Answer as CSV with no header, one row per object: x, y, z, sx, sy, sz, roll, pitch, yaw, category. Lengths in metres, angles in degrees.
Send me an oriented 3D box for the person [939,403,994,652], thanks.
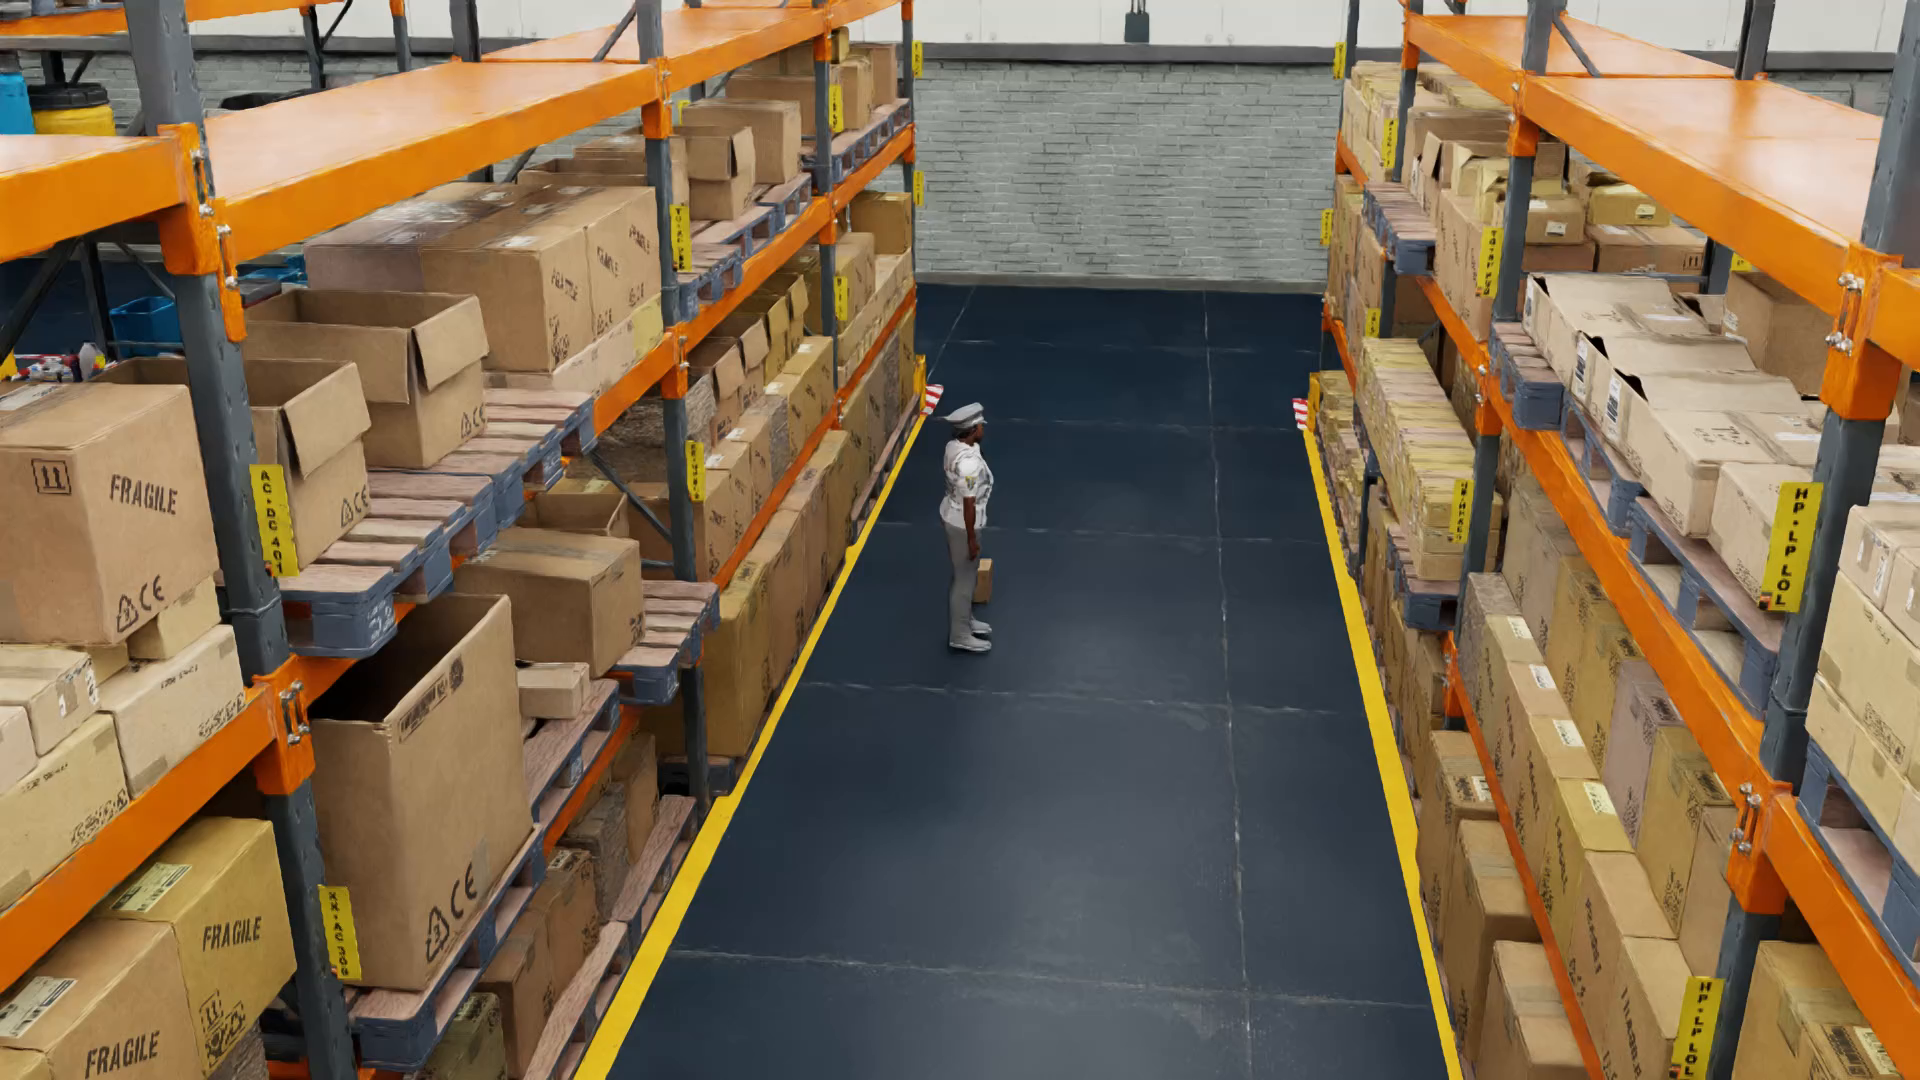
0.047,-0.103,11.263,0.364,1.691,0.502,-4,22,-10,person
